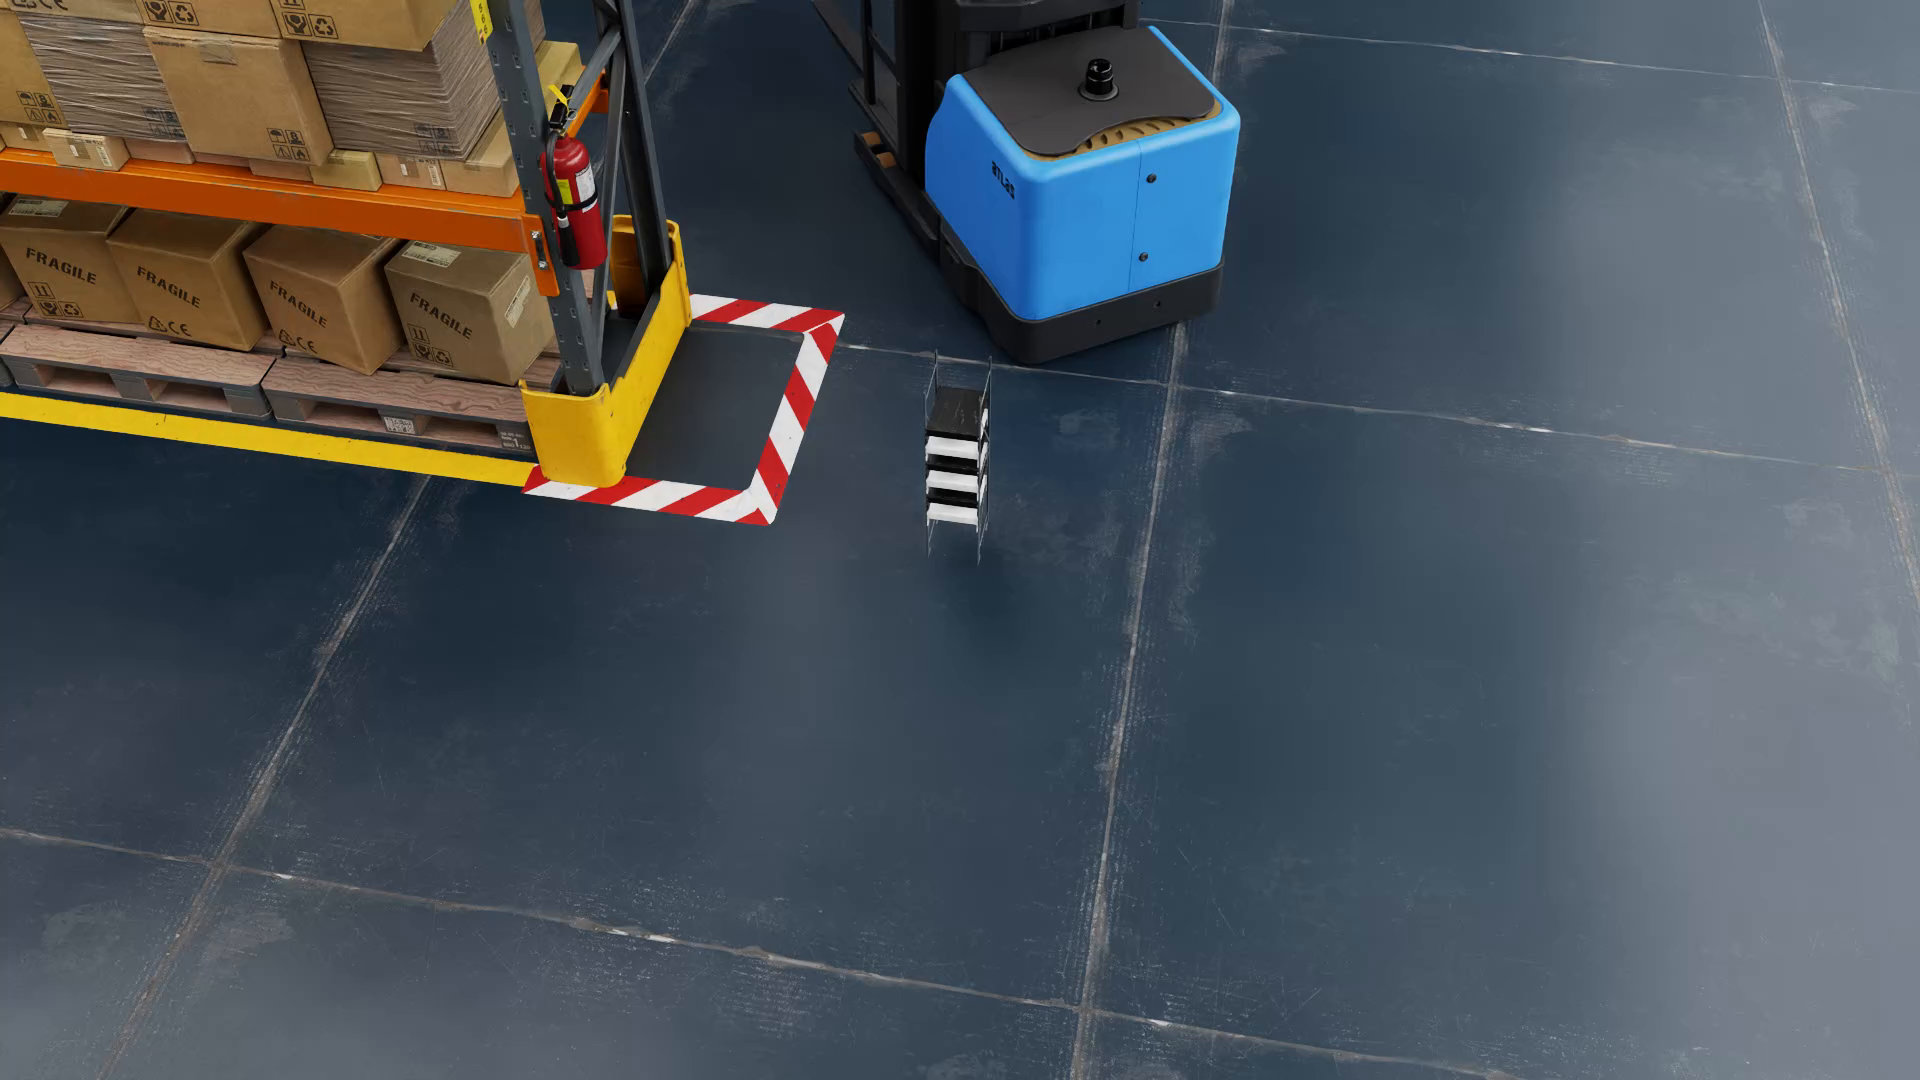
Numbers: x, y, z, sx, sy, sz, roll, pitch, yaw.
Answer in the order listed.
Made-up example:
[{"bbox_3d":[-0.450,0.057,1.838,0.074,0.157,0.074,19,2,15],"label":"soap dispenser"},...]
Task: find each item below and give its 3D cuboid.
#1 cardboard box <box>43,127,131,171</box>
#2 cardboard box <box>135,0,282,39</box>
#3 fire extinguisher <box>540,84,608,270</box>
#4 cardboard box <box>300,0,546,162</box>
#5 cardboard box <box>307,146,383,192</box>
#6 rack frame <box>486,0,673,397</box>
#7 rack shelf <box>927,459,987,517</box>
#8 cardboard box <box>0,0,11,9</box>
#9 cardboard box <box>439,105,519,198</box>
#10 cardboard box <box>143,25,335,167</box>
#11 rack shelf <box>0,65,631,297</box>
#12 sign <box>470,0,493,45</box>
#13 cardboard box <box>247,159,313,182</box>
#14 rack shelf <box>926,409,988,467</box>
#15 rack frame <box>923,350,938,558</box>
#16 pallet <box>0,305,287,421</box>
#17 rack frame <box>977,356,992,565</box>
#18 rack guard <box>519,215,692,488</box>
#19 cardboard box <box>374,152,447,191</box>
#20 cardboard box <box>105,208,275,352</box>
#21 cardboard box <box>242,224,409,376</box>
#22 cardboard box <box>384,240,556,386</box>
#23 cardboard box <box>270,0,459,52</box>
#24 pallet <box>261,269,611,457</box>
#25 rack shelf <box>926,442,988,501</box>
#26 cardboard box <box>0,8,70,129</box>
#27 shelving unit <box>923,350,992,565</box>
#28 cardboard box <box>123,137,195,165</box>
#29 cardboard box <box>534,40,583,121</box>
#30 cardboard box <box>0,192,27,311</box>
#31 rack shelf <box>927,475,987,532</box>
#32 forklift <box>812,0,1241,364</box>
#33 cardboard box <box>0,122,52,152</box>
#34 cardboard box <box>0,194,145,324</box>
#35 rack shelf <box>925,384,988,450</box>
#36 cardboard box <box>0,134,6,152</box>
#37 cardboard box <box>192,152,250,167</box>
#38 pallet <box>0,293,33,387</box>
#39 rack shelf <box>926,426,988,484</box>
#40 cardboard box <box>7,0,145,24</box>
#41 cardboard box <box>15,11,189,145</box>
[{"bbox_3d":[-3.229,-1.576,6.290,0.250,0.149,0.380,8,49,7],"label":"cardboard box"},{"bbox_3d":[-2.496,-2.072,5.628,0.500,0.500,0.500,8,49,7],"label":"cardboard box"},{"bbox_3d":[-1.387,-1.273,5.901,0.183,0.674,0.296,8,49,7],"label":"fire extinguisher"},{"bbox_3d":[-1.954,-1.877,6.125,0.500,0.500,0.875,8,49,7],"label":"cardboard box"},{"bbox_3d":[-2.236,-1.483,6.207,0.250,0.149,0.380,8,49,7],"label":"cardboard box"},{"bbox_3d":[-1.418,-1.652,6.189,0.127,3.000,1.000,8,49,7],"label":"rack frame"},{"bbox_3d":[-0.008,-0.219,6.480,0.200,0.077,0.258,8,49,7],"label":"rack shelf"},{"bbox_3d":[-3.478,-2.212,5.754,0.500,0.500,0.500,8,49,7],"label":"cardboard box"},{"bbox_3d":[-1.735,-1.454,6.181,0.250,0.149,0.380,8,49,7],"label":"cardboard box"},{"bbox_3d":[-2.467,-1.856,6.105,0.500,0.500,0.875,8,49,7],"label":"cardboard box"},{"bbox_3d":[-3.386,-1.676,6.695,4.000,0.370,1.077,8,49,7],"label":"rack shelf"},{"bbox_3d":[-1.536,-1.741,5.278,0.005,0.325,0.100,8,49,7],"label":"sign"},{"bbox_3d":[-2.479,-1.527,6.247,0.250,0.149,0.380,8,49,7],"label":"cardboard box"},{"bbox_3d":[-0.008,-0.400,6.279,0.200,0.077,0.258,8,49,7],"label":"rack shelf"},{"bbox_3d":[-0.108,-0.315,6.400,0.006,0.900,0.240,8,49,7],"label":"rack frame"},{"bbox_3d":[-3.482,-1.026,7.502,1.213,0.211,1.003,8,49,7],"label":"pallet"},{"bbox_3d":[0.092,-0.288,6.376,0.006,0.900,0.240,8,49,7],"label":"rack frame"},{"bbox_3d":[-1.492,-0.826,7.128,0.348,0.500,1.175,8,49,7],"label":"rack guard"},{"bbox_3d":[-1.981,-1.488,6.211,0.250,0.149,0.380,8,49,7],"label":"cardboard box"},{"bbox_3d":[-3.236,-1.202,7.184,0.500,0.500,0.500,12,49,10],"label":"cardboard box"},{"bbox_3d":[-2.623,-1.105,7.097,0.500,0.500,0.500,19,51,17],"label":"cardboard box"},{"bbox_3d":[-2.029,-1.051,7.048,0.500,0.500,0.500,16,50,14],"label":"cardboard box"},{"bbox_3d":[-2.003,-2.010,5.572,0.500,0.500,0.500,8,49,7],"label":"cardboard box"},{"bbox_3d":[-2.285,-0.863,7.355,1.213,0.211,1.003,8,49,7],"label":"pallet"},{"bbox_3d":[-0.008,-0.280,6.413,0.200,0.077,0.258,8,49,7],"label":"rack shelf"},{"bbox_3d":[-3.442,-2.028,6.260,0.500,0.500,0.875,8,49,7],"label":"cardboard box"},{"bbox_3d":[-0.008,-0.302,6.388,0.210,0.900,0.258,8,49,7],"label":"shelving unit"},{"bbox_3d":[-2.968,-1.607,6.319,0.250,0.149,0.380,8,49,7],"label":"cardboard box"},{"bbox_3d":[-1.656,-1.780,6.473,0.250,0.149,0.380,8,49,7],"label":"cardboard box"},{"bbox_3d":[-4.402,-1.333,7.301,0.500,0.500,0.500,22,52,19],"label":"cardboard box"},{"bbox_3d":[-0.008,-0.159,6.547,0.200,0.077,0.258,8,49,7],"label":"rack shelf"},{"bbox_3d":[0.118,-2.866,7.327,1.130,2.935,3.031,-18,51,-16],"label":"forklift"},{"bbox_3d":[-3.463,-1.660,6.366,0.250,0.149,0.380,8,49,7],"label":"cardboard box"},{"bbox_3d":[-3.777,-1.309,7.279,0.500,0.500,0.500,4,48,3],"label":"cardboard box"},{"bbox_3d":[-0.008,-0.460,6.212,0.200,0.077,0.258,8,49,7],"label":"rack shelf"},{"bbox_3d":[-3.717,-1.659,6.365,0.250,0.149,0.380,8,49,7],"label":"cardboard box"},{"bbox_3d":[-2.718,-1.591,6.304,0.250,0.149,0.380,8,49,7],"label":"cardboard box"},{"bbox_3d":[-4.687,-1.186,7.645,1.213,0.211,1.003,8,49,7],"label":"pallet"},{"bbox_3d":[-0.008,-0.340,6.346,0.200,0.077,0.258,8,49,7],"label":"rack shelf"},{"bbox_3d":[-2.987,-2.140,5.689,0.500,0.500,0.500,8,49,7],"label":"cardboard box"},{"bbox_3d":[-2.952,-1.953,6.193,0.500,0.500,0.875,8,49,7],"label":"cardboard box"}]
